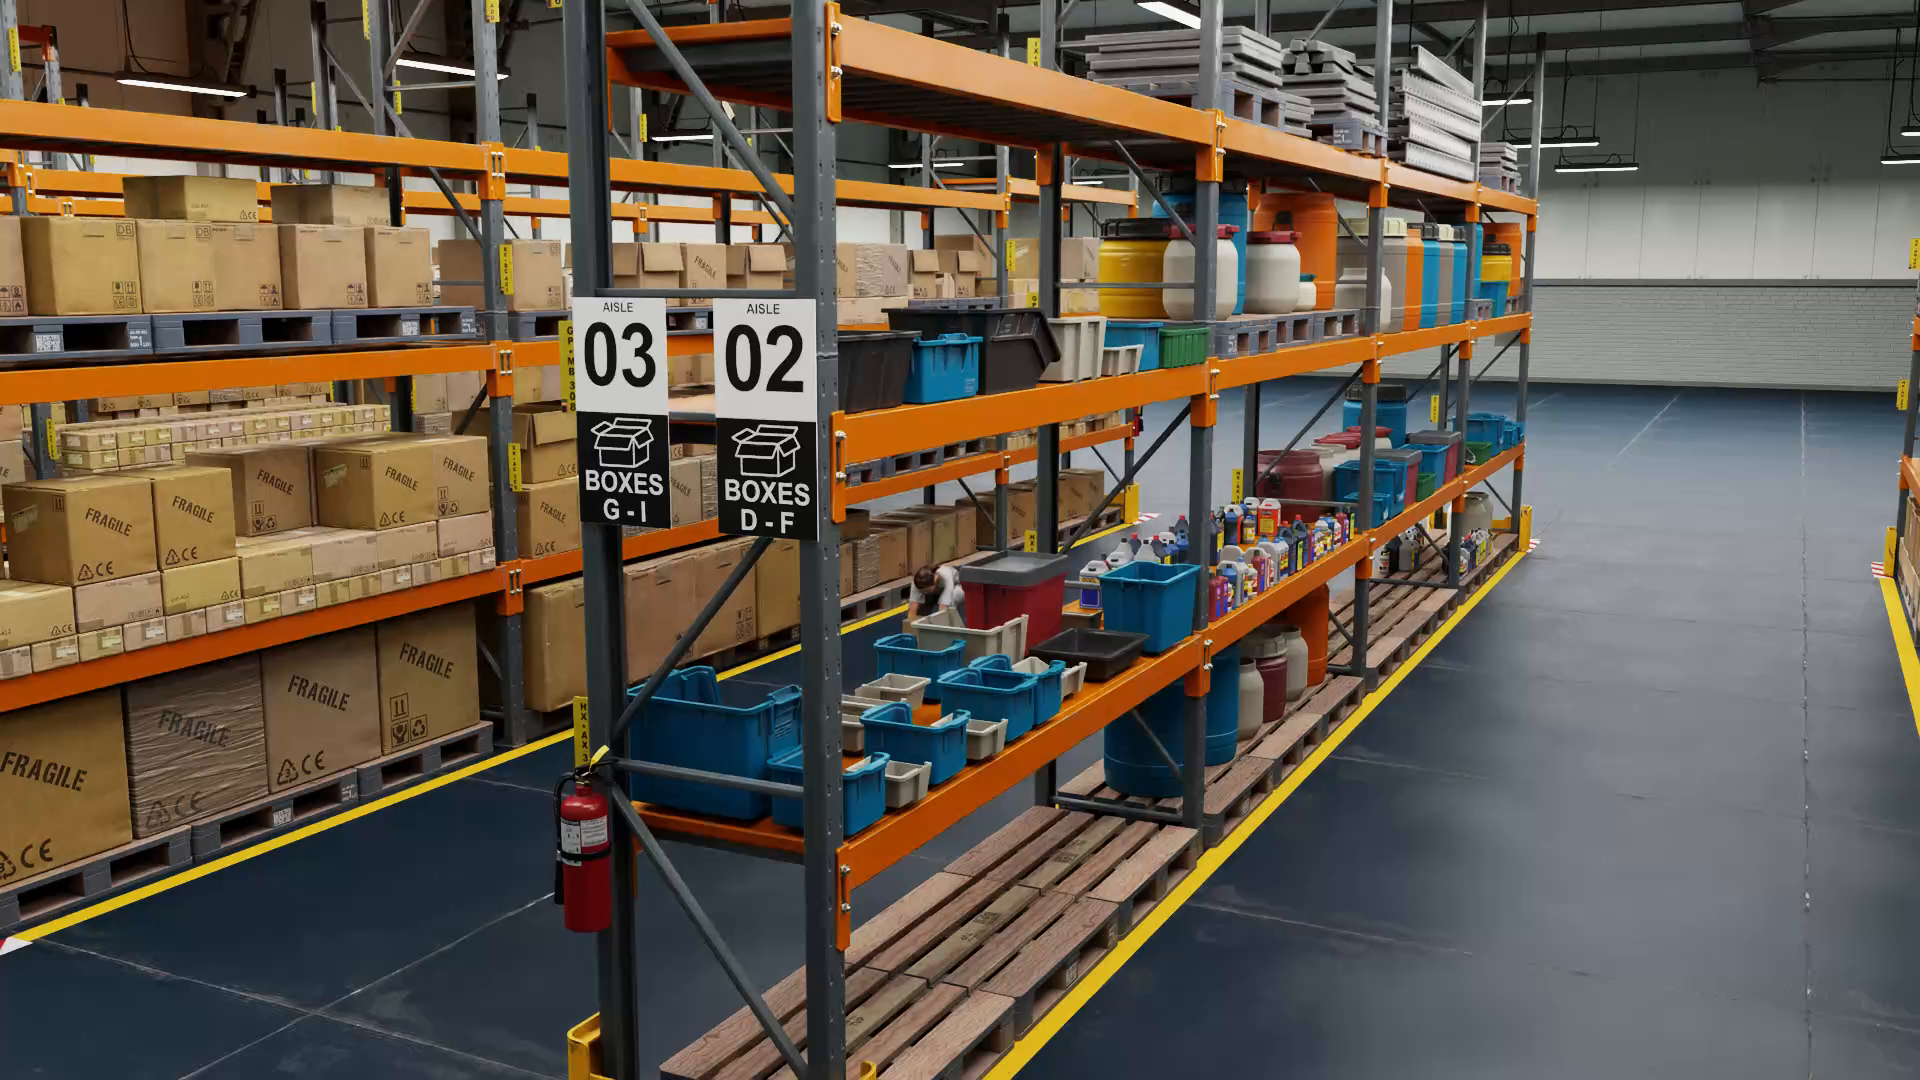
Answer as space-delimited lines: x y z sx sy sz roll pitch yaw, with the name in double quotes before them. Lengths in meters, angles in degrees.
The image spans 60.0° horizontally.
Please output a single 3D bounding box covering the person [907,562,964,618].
"person" -0.214 0.553 14.976 0.455 0.791 0.848 4 10 25
